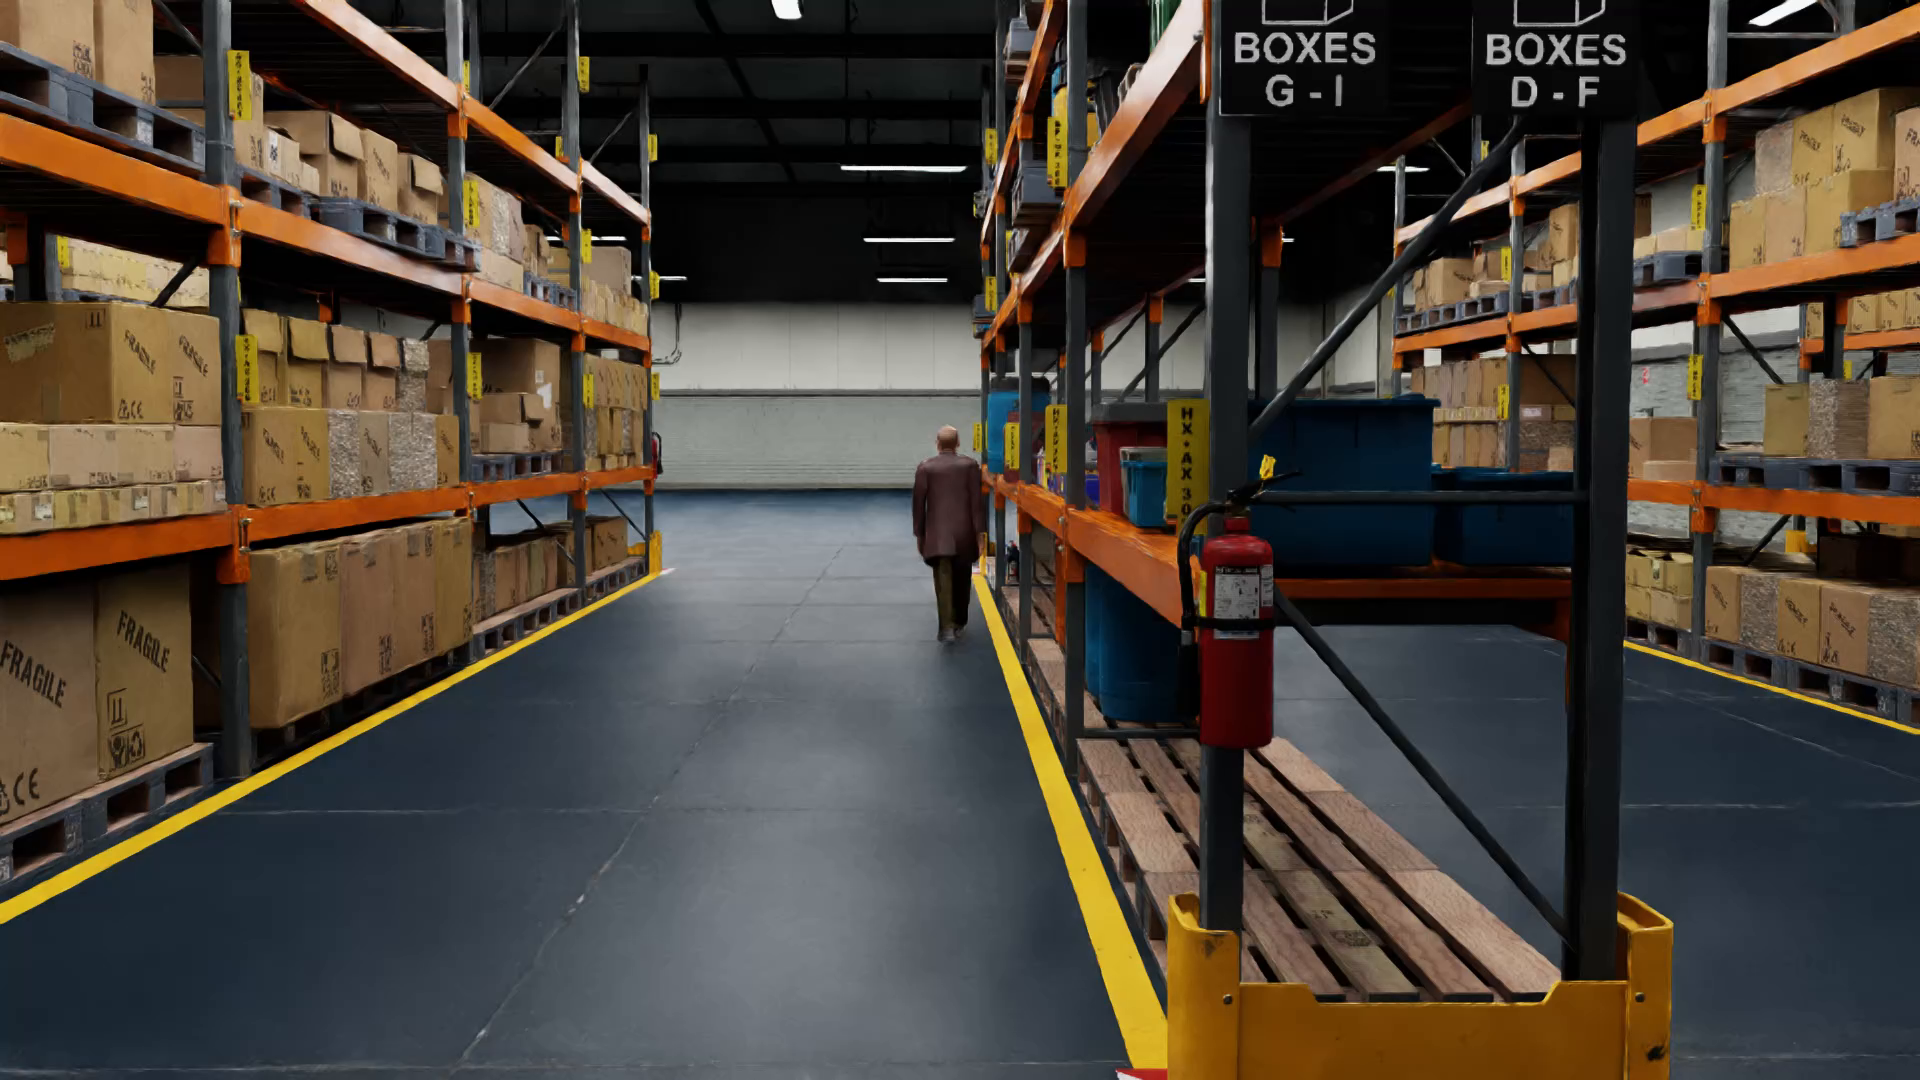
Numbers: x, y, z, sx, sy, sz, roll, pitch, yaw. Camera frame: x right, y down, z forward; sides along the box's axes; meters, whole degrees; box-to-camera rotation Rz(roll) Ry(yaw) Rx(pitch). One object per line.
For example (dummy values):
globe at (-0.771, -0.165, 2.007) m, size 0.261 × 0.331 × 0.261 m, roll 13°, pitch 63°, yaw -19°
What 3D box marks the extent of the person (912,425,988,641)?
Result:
person at (-0.095, -0.079, 13.476) m, size 0.595 × 1.701 × 1.152 m, roll 0°, pitch 4°, yaw -6°
